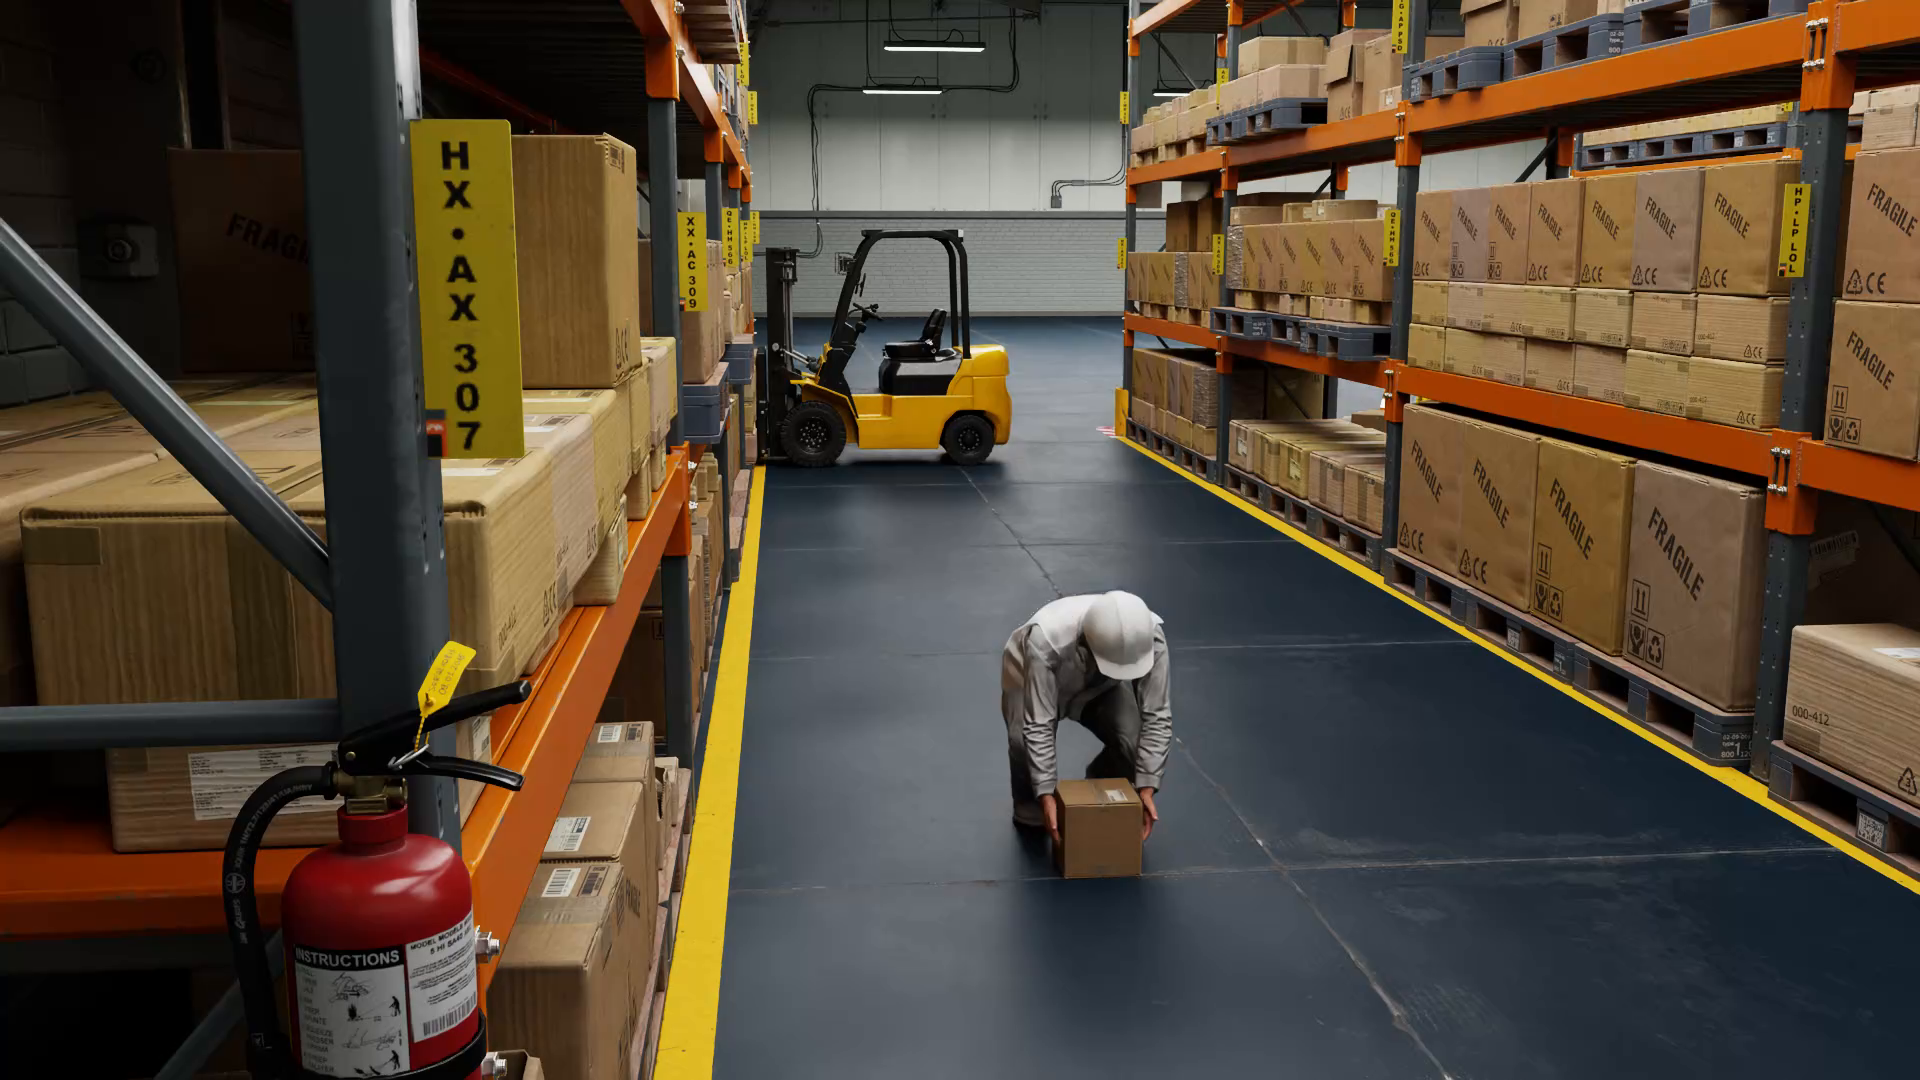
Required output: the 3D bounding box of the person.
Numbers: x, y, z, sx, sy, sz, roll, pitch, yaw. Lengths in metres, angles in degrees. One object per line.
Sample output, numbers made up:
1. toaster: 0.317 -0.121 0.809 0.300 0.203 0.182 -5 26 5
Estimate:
1. person: 0.414 0.554 5.661 0.524 0.916 0.914 -1 10 -6
